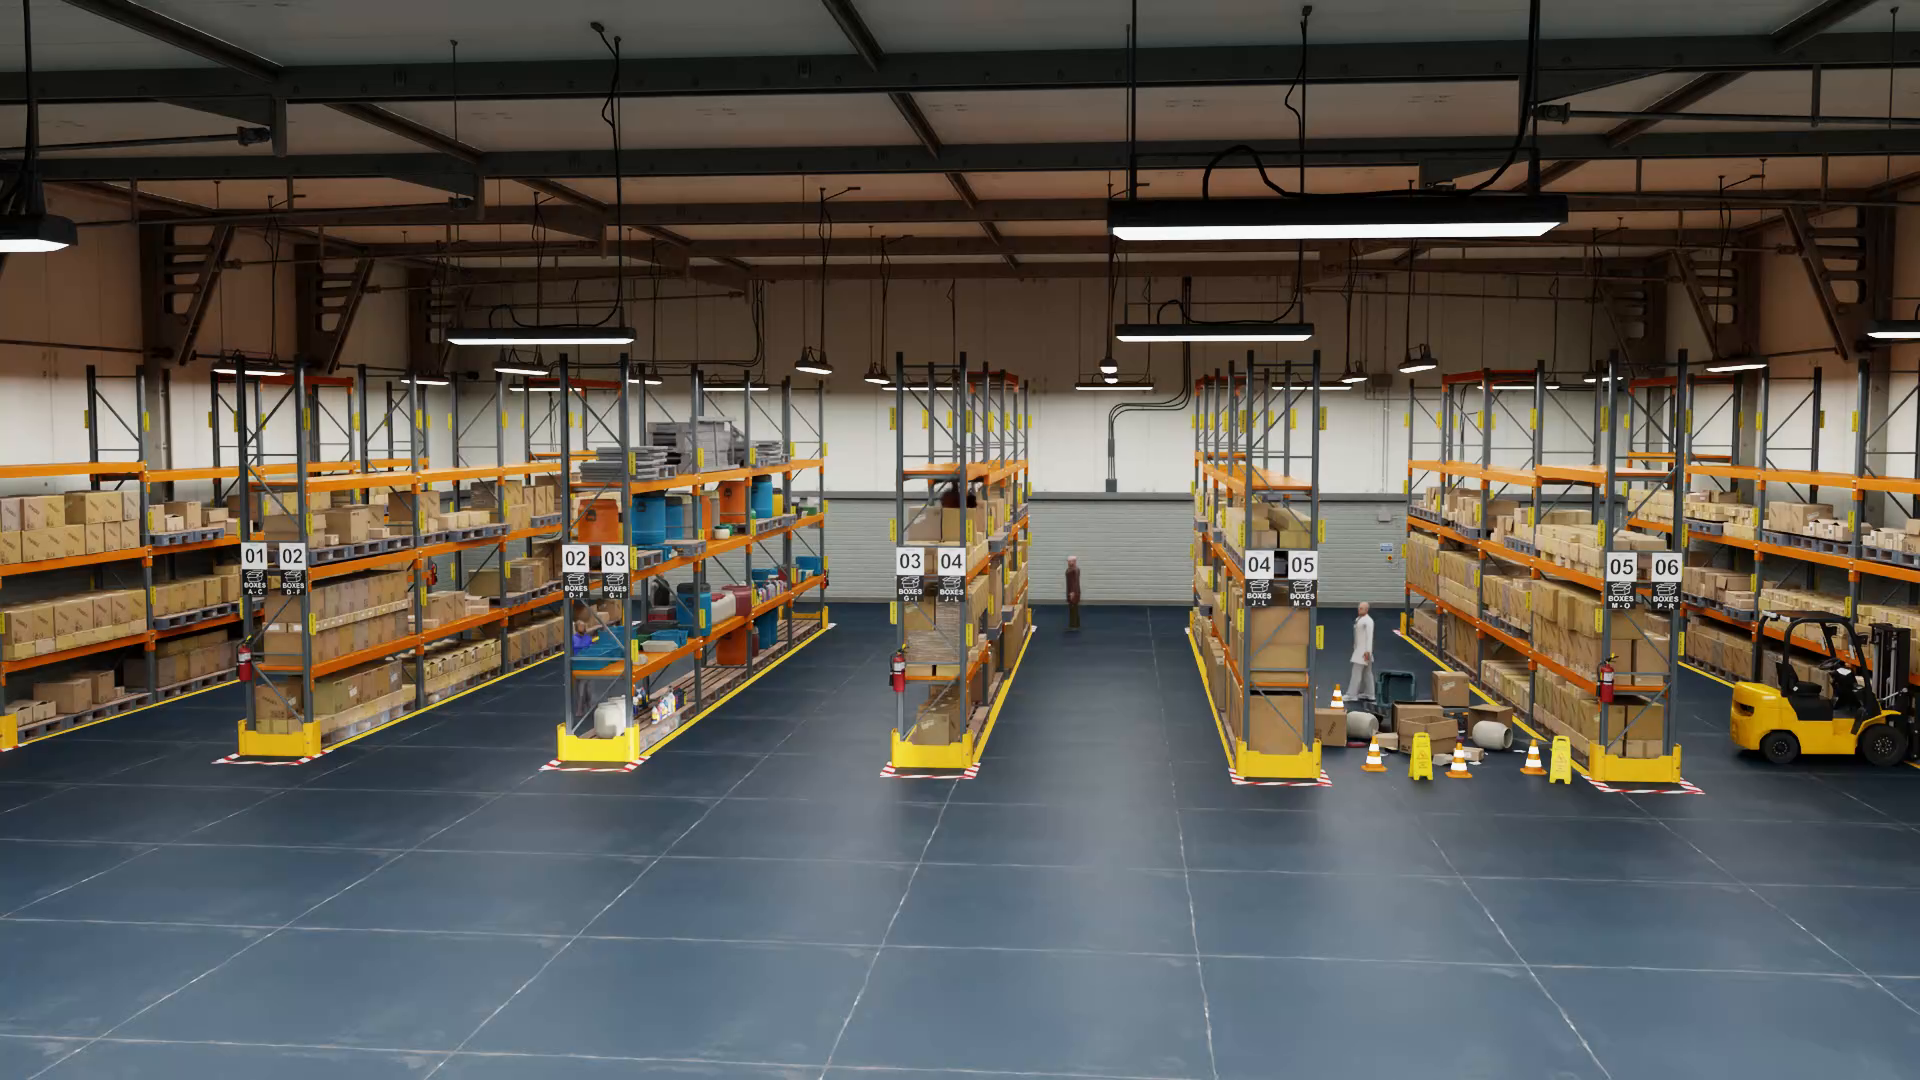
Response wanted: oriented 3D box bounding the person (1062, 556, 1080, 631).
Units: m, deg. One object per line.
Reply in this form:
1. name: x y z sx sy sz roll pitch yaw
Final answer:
1. person: 2.643 1.270 39.795 0.479 1.783 0.614 -1 4 -14

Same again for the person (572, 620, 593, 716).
1. person: -6.486 2.174 28.483 0.405 1.609 0.911 1 4 12

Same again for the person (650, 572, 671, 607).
1. person: -6.632 1.499 37.263 0.563 1.726 0.564 2 4 20

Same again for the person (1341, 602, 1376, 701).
1. person: 7.153 1.994 29.926 0.673 1.771 0.626 1 4 15
